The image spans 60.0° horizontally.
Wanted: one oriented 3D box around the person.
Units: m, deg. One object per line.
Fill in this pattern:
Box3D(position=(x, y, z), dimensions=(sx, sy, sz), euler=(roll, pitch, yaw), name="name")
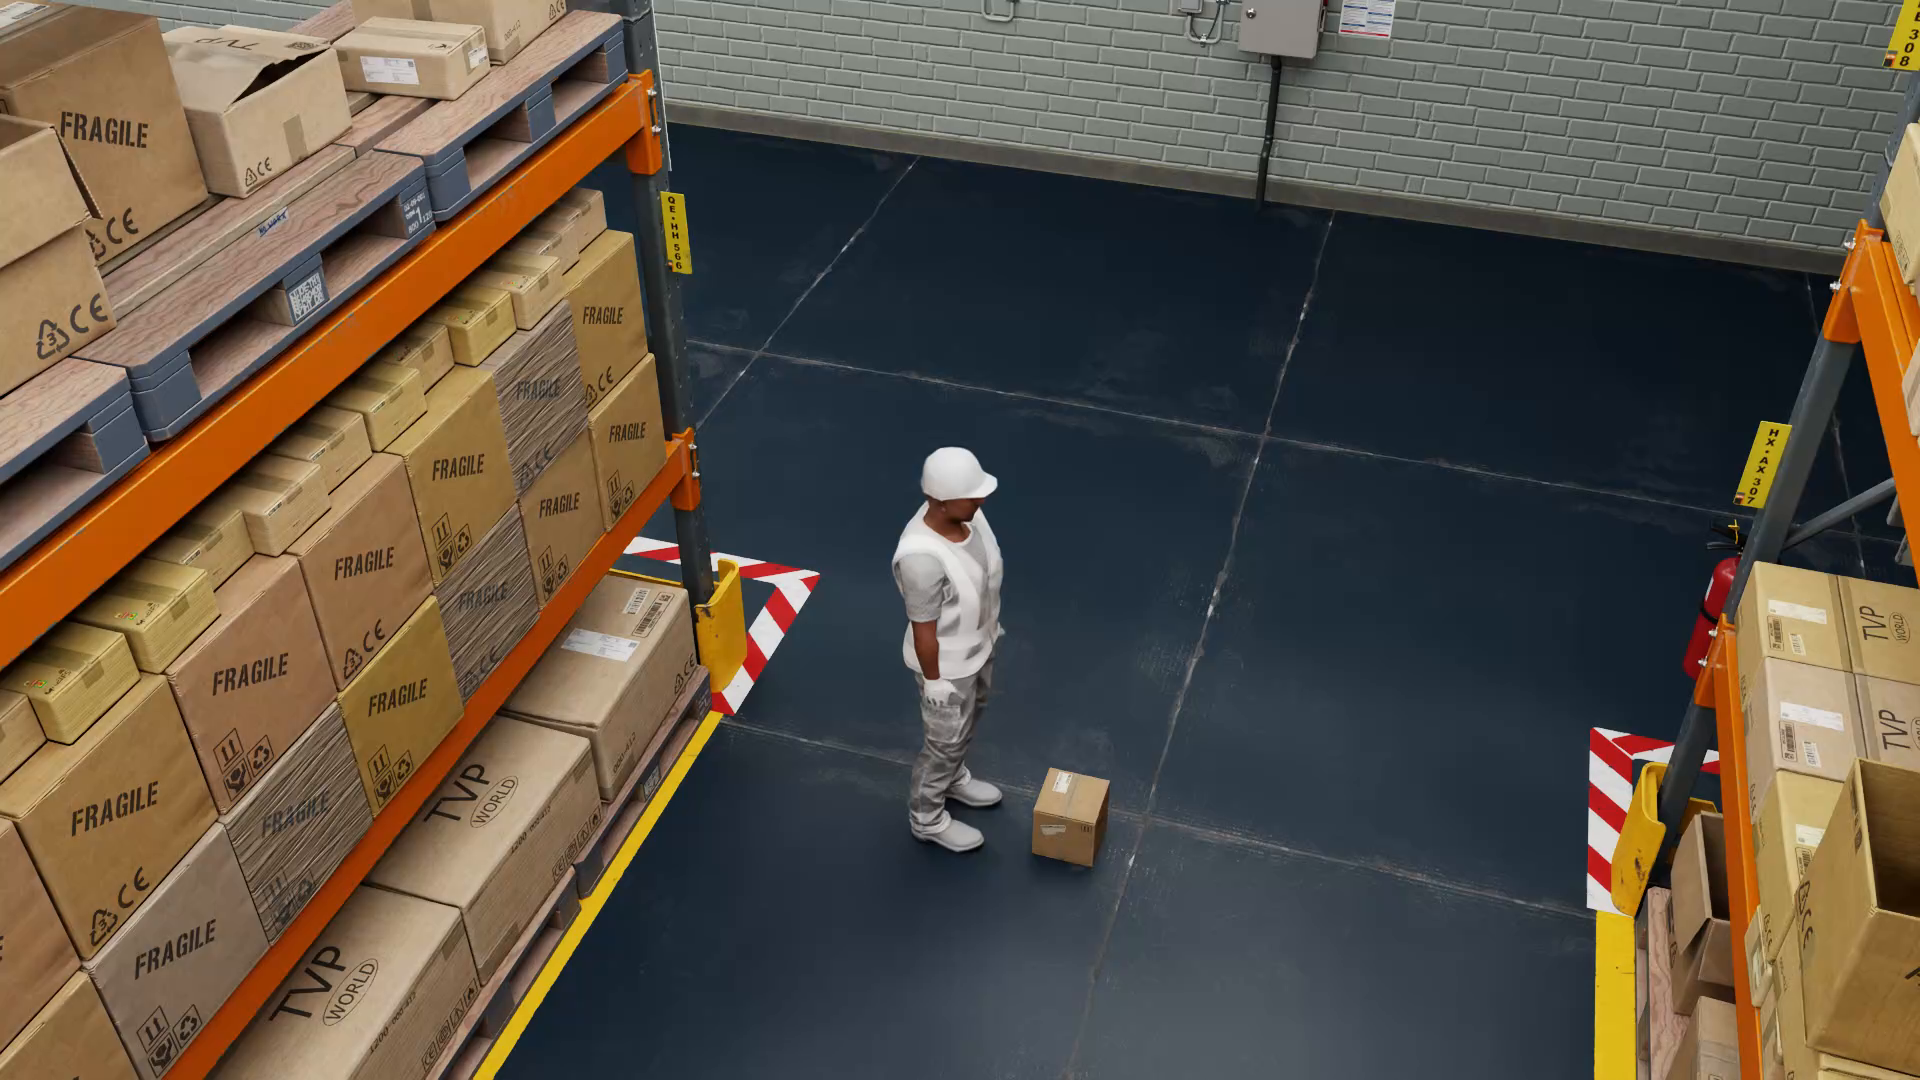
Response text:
Box3D(position=(-0.026, 0.405, 6.336), dimensions=(0.359, 1.778, 0.547), euler=(11, 38, 15), name="person")
